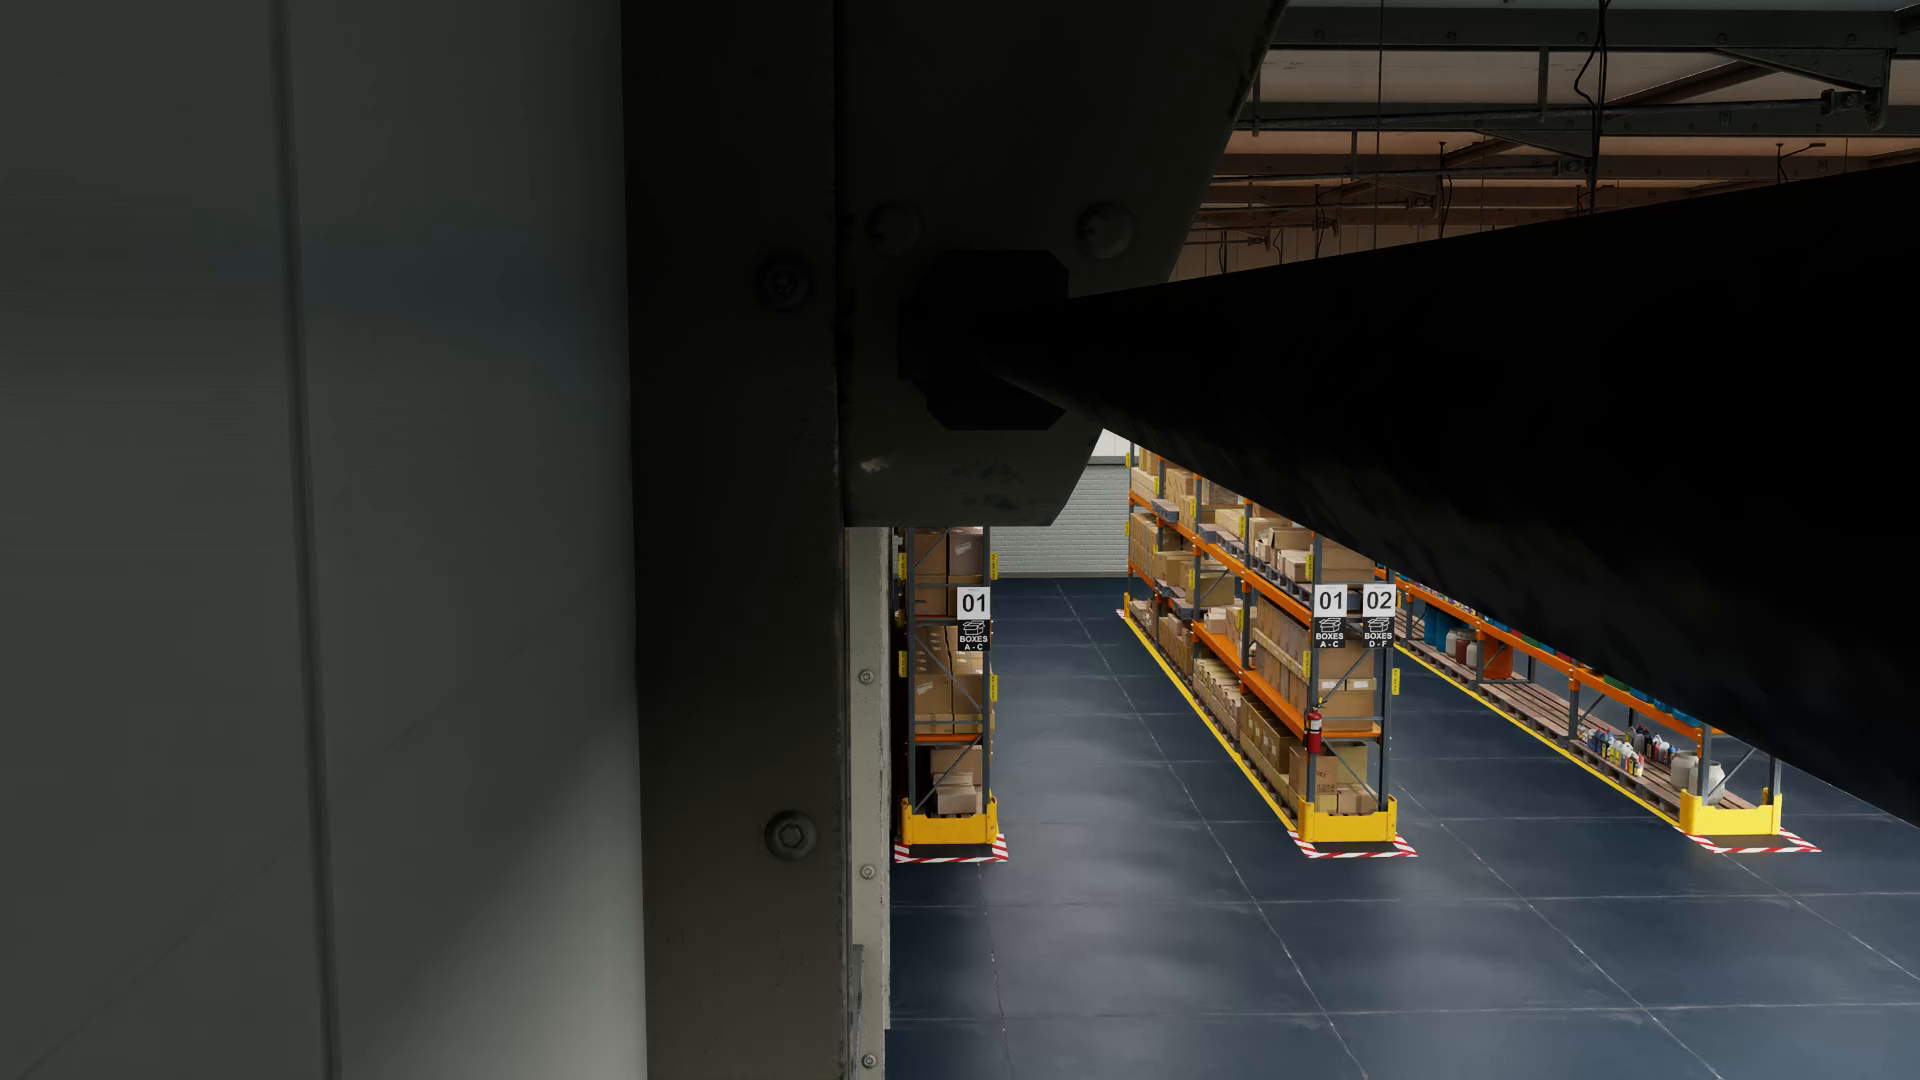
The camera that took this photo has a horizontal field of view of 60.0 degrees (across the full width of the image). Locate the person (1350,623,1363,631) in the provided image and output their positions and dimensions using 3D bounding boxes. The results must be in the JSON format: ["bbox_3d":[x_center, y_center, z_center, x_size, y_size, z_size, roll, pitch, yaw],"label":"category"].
[{"bbox_3d":[7.538,1.511,31.329,0.610,1.732,0.761,0,7,-2],"label":"person"}]
